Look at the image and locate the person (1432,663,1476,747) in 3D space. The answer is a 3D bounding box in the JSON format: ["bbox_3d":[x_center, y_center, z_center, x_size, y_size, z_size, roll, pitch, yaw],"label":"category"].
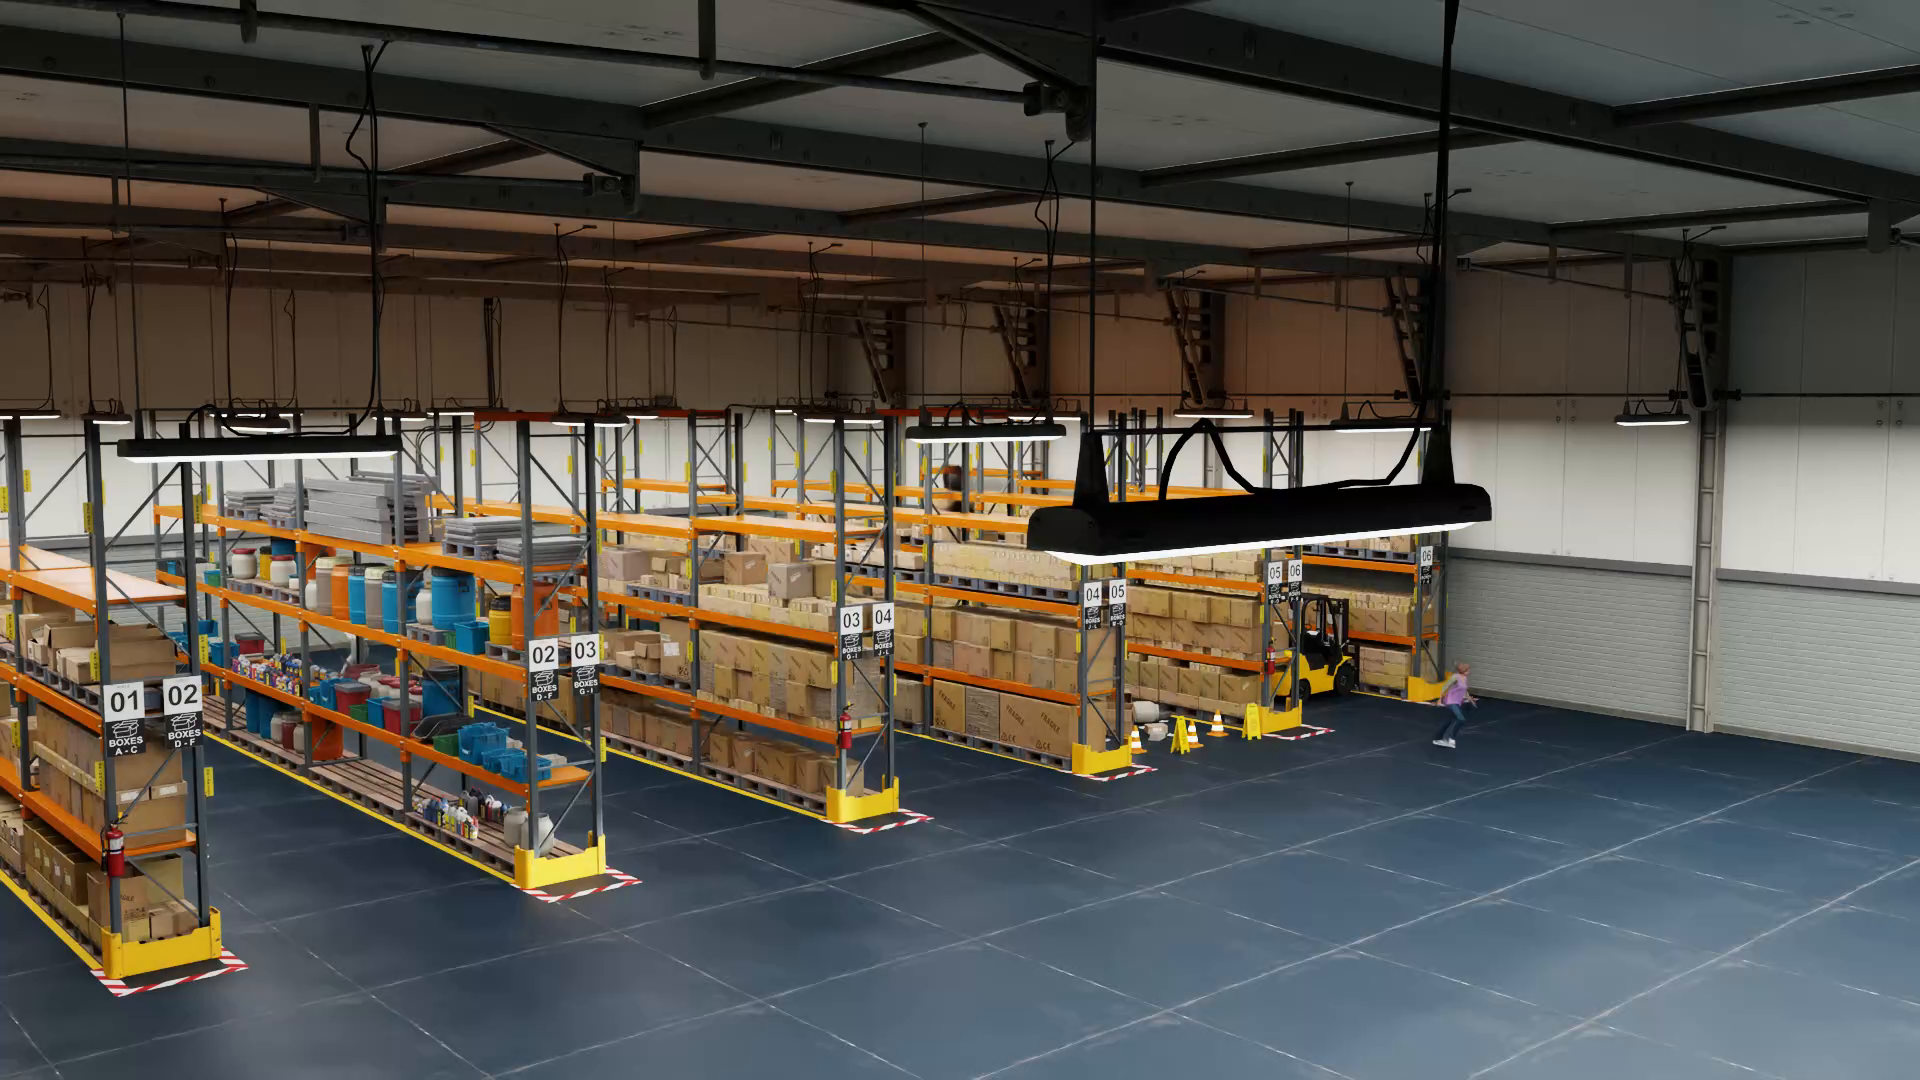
[{"bbox_3d":[8.834,2.998,29.769,0.716,1.414,0.524,4,7,41],"label":"person"}]

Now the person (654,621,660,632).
[{"bbox_3d":[-7.268,1.814,41.349,0.632,1.772,0.746,5,7,42],"label":"person"}]

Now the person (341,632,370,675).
[{"bbox_3d":[-13.422,2.211,37.057,0.829,1.812,0.640,-4,6,-37],"label":"person"}]
